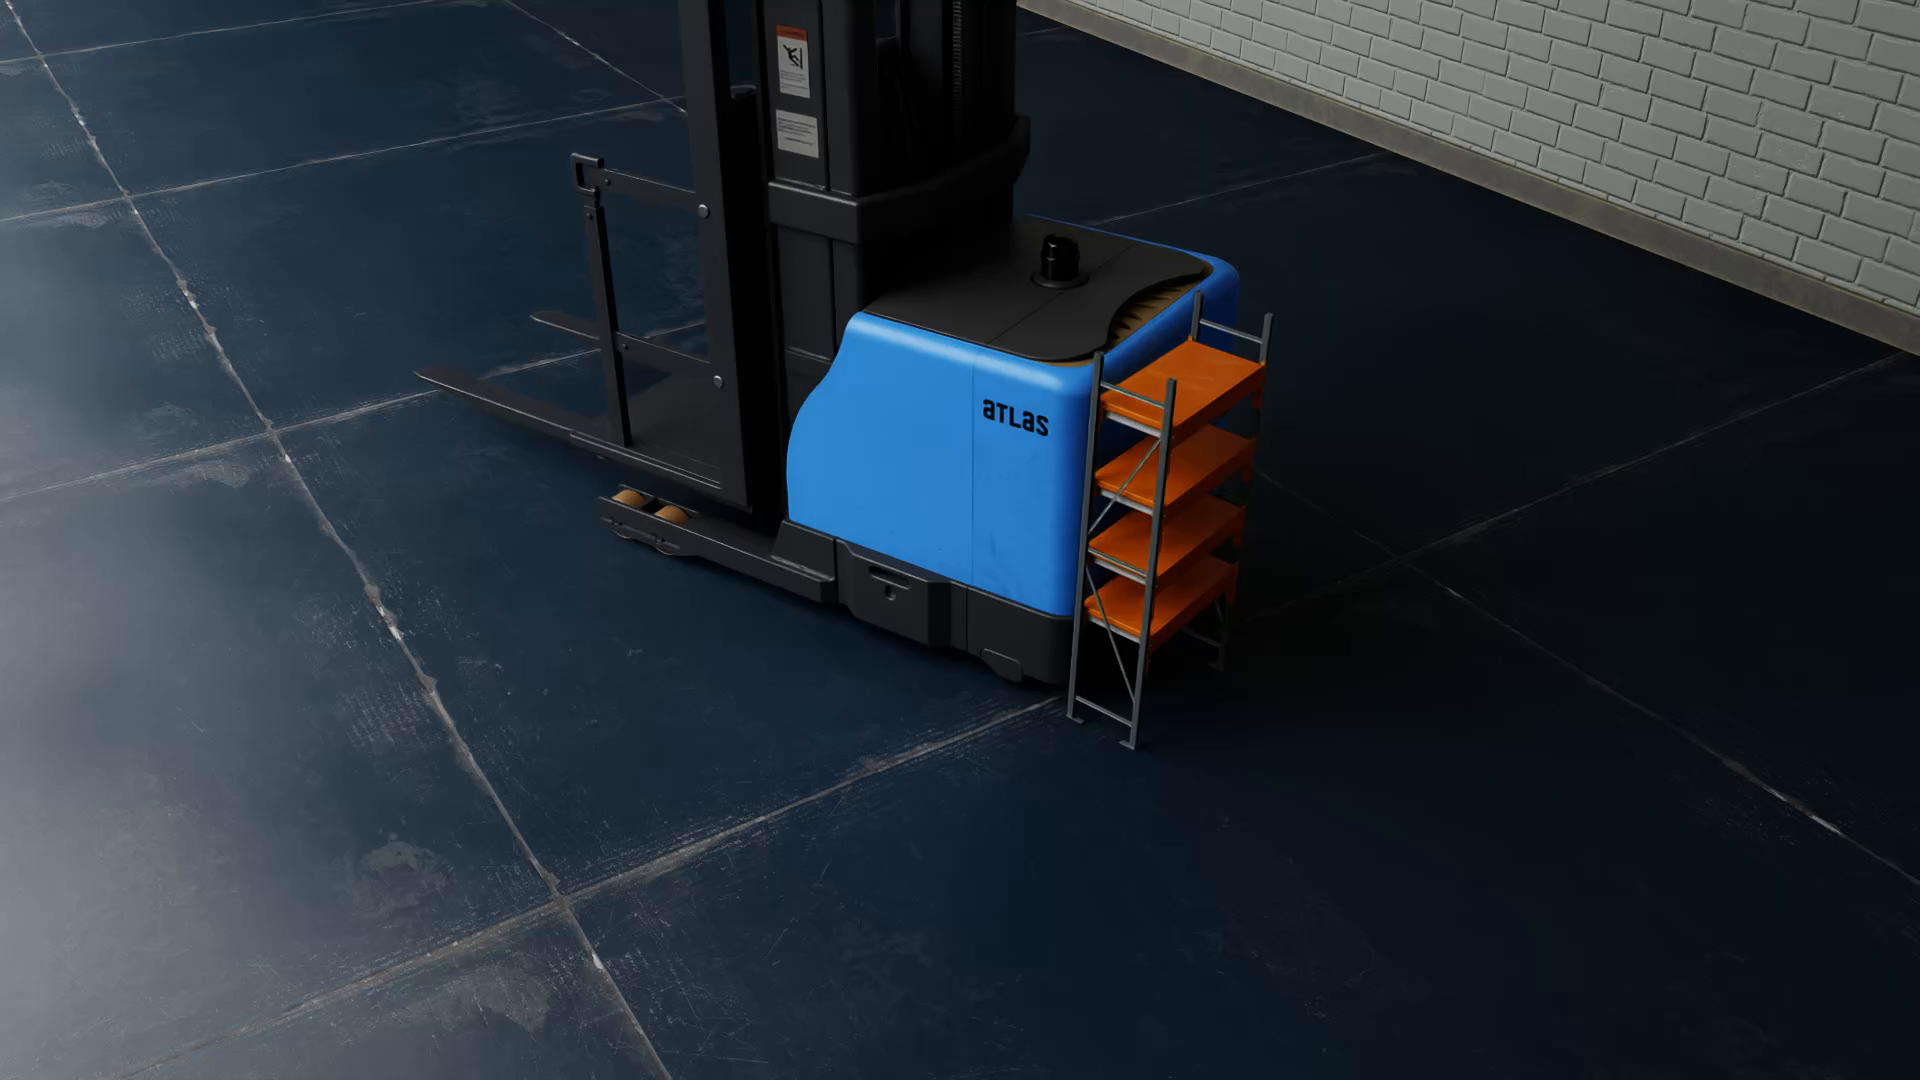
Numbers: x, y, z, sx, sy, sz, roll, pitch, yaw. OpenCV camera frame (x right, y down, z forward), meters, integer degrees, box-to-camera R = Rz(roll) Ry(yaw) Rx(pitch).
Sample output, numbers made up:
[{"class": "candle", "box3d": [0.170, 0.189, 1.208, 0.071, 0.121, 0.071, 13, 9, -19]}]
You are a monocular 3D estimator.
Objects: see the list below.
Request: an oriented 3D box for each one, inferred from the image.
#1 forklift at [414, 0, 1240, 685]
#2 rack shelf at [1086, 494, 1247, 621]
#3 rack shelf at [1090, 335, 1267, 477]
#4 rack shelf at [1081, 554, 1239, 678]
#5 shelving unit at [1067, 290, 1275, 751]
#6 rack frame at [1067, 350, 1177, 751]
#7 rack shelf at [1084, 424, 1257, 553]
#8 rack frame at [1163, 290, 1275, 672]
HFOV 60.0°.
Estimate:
[{"class": "forklift", "box3d": [-0.641, -1.401, 5.224, 3.031, 2.935, 1.130, 19, 37, 28]}, {"class": "rack shelf", "box3d": [0.578, 0.016, 4.719, 0.258, 0.148, 0.480, 25, 40, 31]}, {"class": "rack shelf", "box3d": [0.589, -0.369, 4.466, 0.258, 0.148, 0.480, 25, 40, 31]}, {"class": "rack shelf", "box3d": [0.573, 0.182, 4.828, 0.258, 0.148, 0.480, 25, 40, 31]}, {"class": "shelving unit", "box3d": [0.579, -0.040, 4.682, 0.258, 1.200, 0.503, 25, 40, 31]}, {"class": "rack frame", "box3d": [0.428, 0.062, 4.520, 0.240, 1.200, 0.015, 25, 40, 31]}, {"class": "rack shelf", "box3d": [0.583, -0.171, 4.596, 0.258, 0.148, 0.480, 25, 40, 31]}, {"class": "rack frame", "box3d": [0.731, -0.143, 4.844, 0.240, 1.200, 0.015, 25, 40, 31]}]
